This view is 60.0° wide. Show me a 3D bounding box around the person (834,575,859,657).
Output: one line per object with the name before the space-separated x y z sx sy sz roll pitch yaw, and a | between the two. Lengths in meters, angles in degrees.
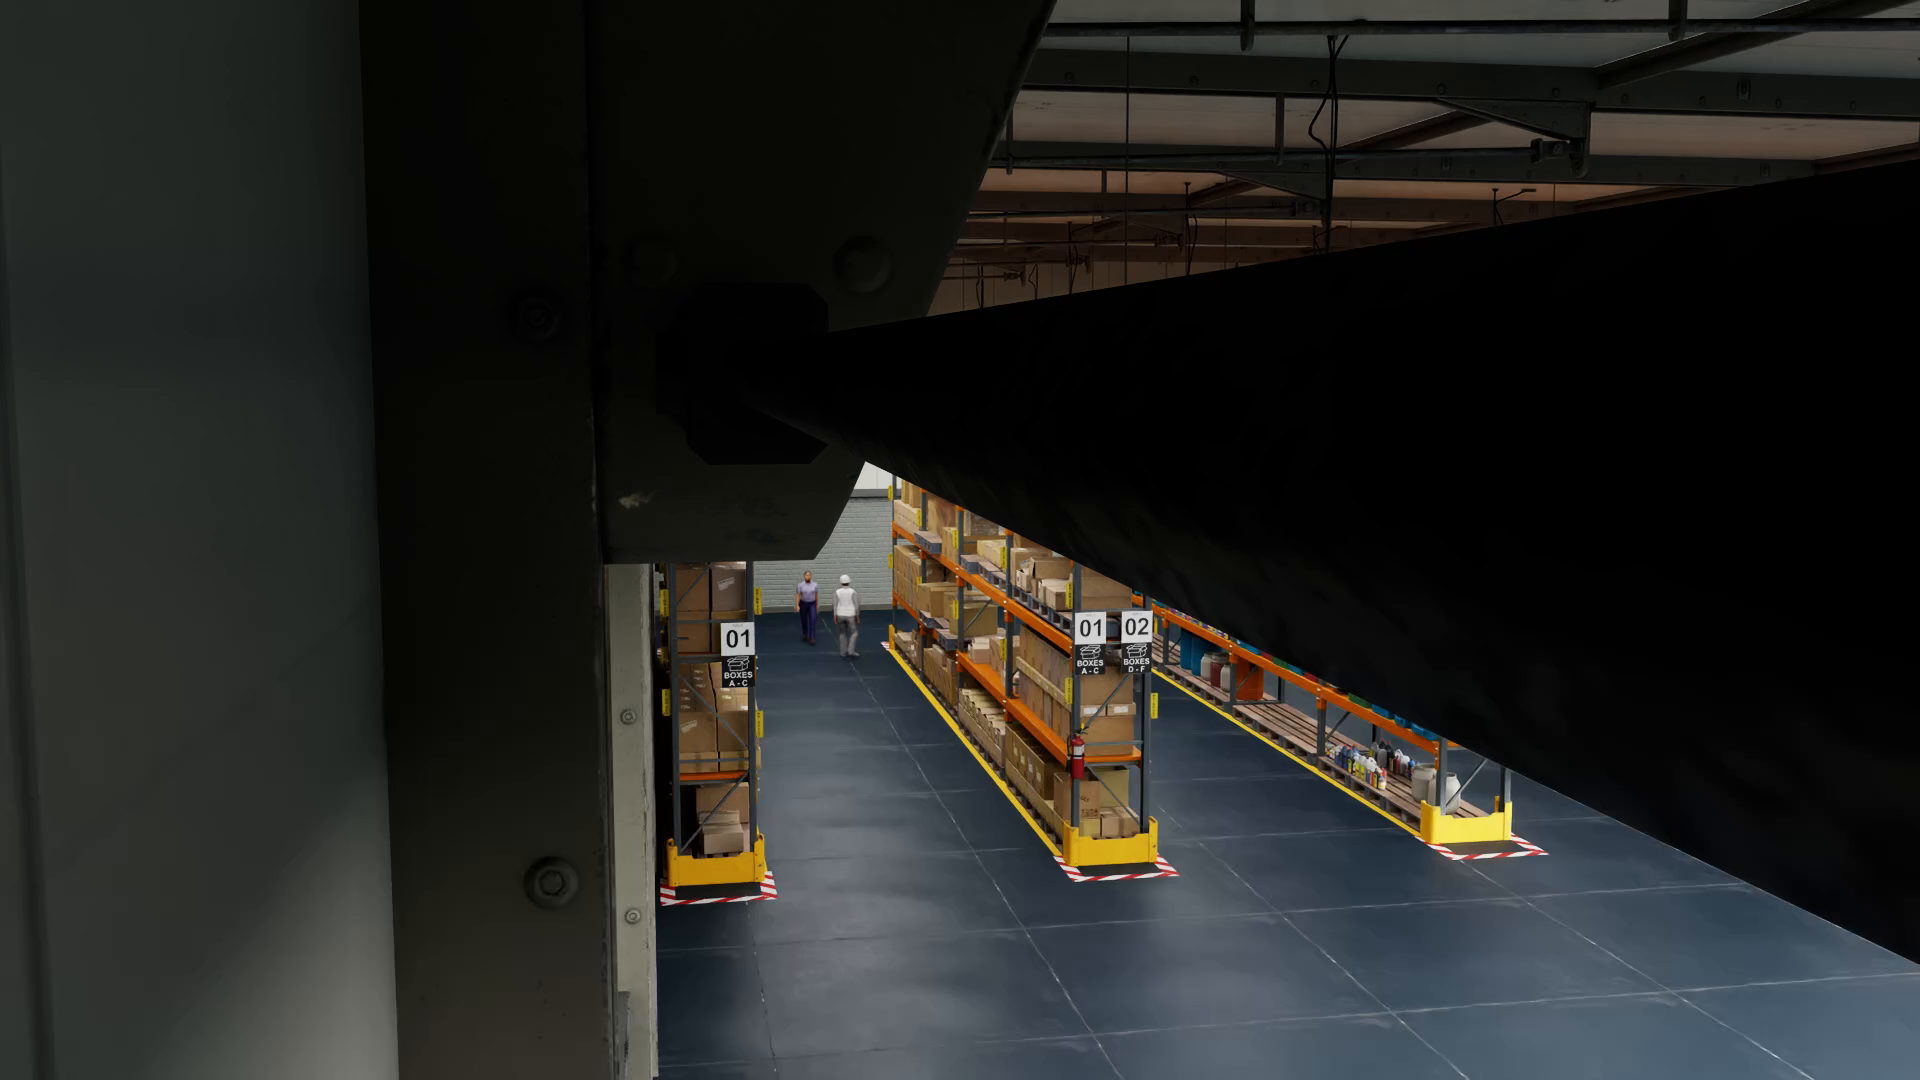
person | -2.425 1.624 35.465 0.570 1.773 0.502 2 6 14

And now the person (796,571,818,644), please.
person | -3.437 1.490 37.286 0.490 1.590 1.001 0 6 -4

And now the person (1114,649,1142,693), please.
person | 3.203 2.106 31.362 0.596 1.701 0.669 1 6 11
